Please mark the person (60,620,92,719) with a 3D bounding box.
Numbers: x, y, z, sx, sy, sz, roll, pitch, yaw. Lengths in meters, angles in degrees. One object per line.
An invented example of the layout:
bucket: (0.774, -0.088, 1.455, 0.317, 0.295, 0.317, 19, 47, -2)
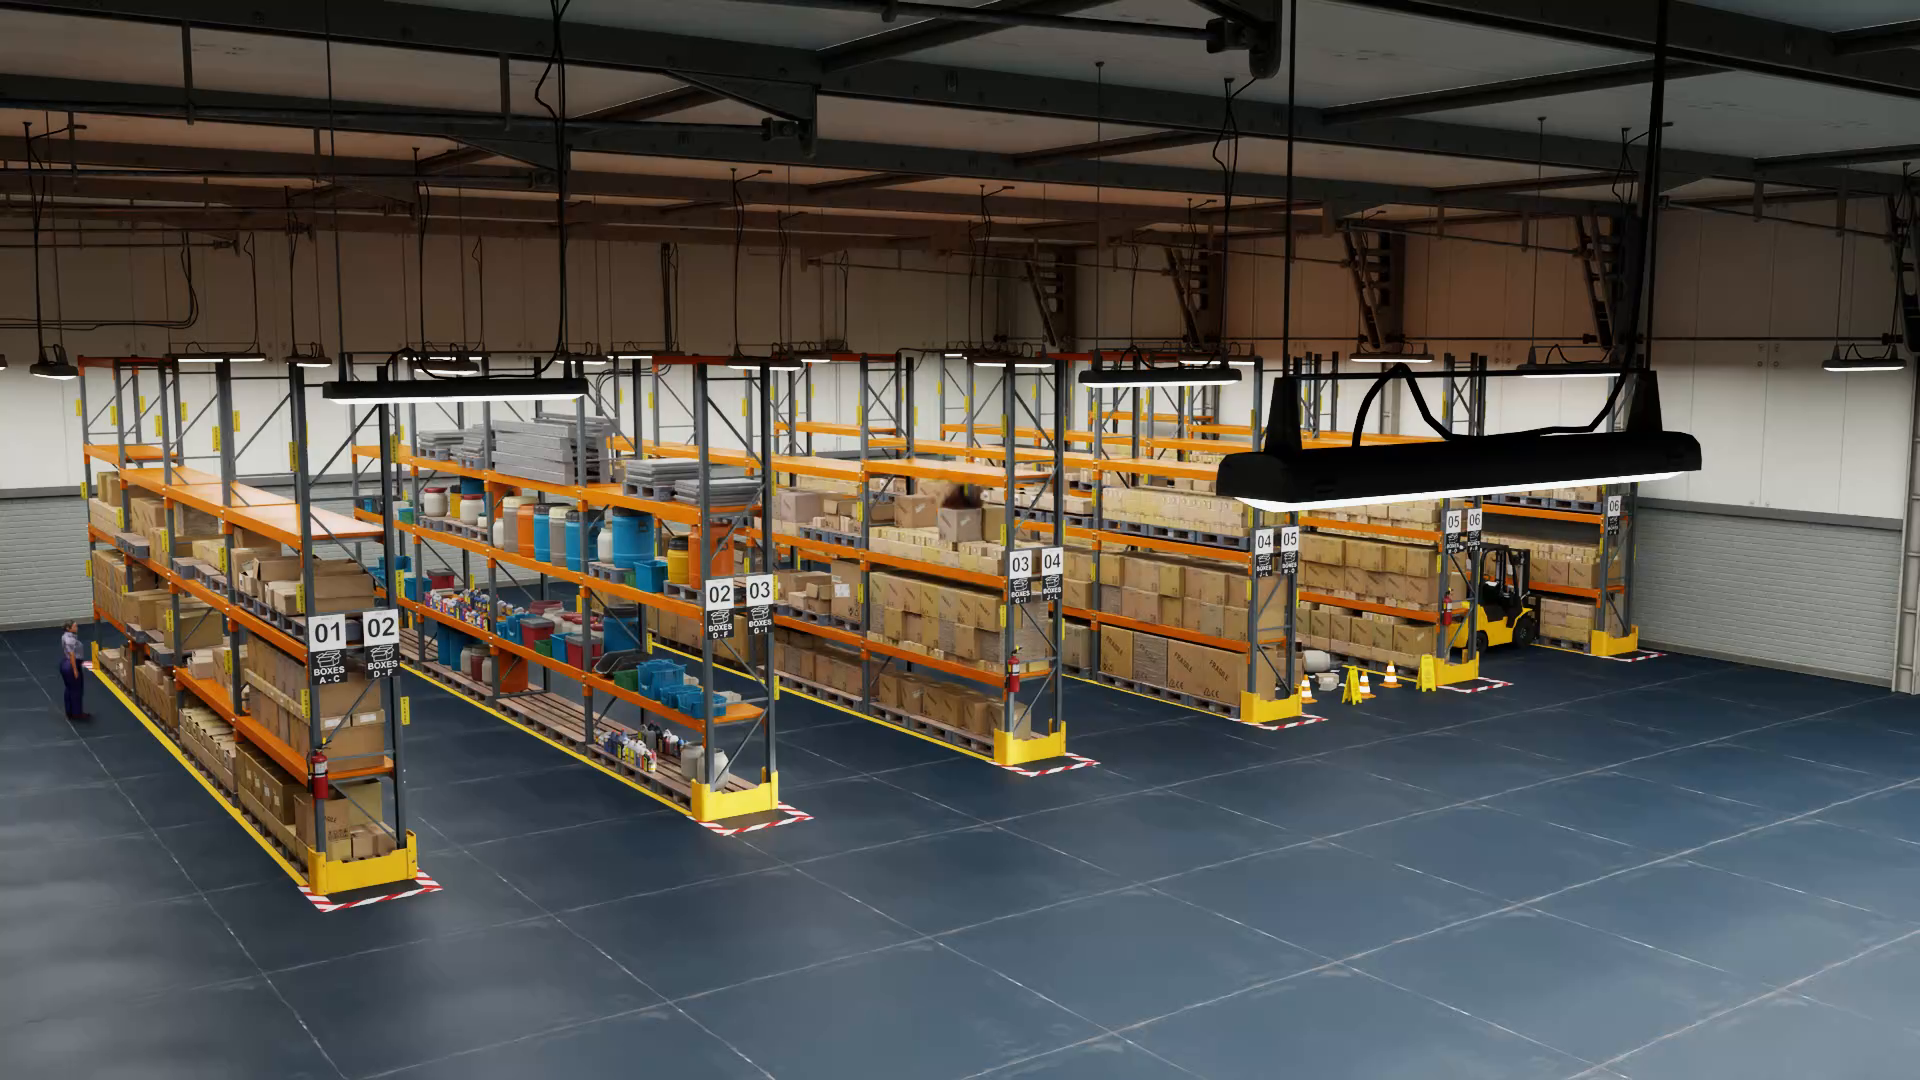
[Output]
person: (-14.780, 2.145, 27.739, 0.397, 1.647, 0.543, -5, 9, -38)
